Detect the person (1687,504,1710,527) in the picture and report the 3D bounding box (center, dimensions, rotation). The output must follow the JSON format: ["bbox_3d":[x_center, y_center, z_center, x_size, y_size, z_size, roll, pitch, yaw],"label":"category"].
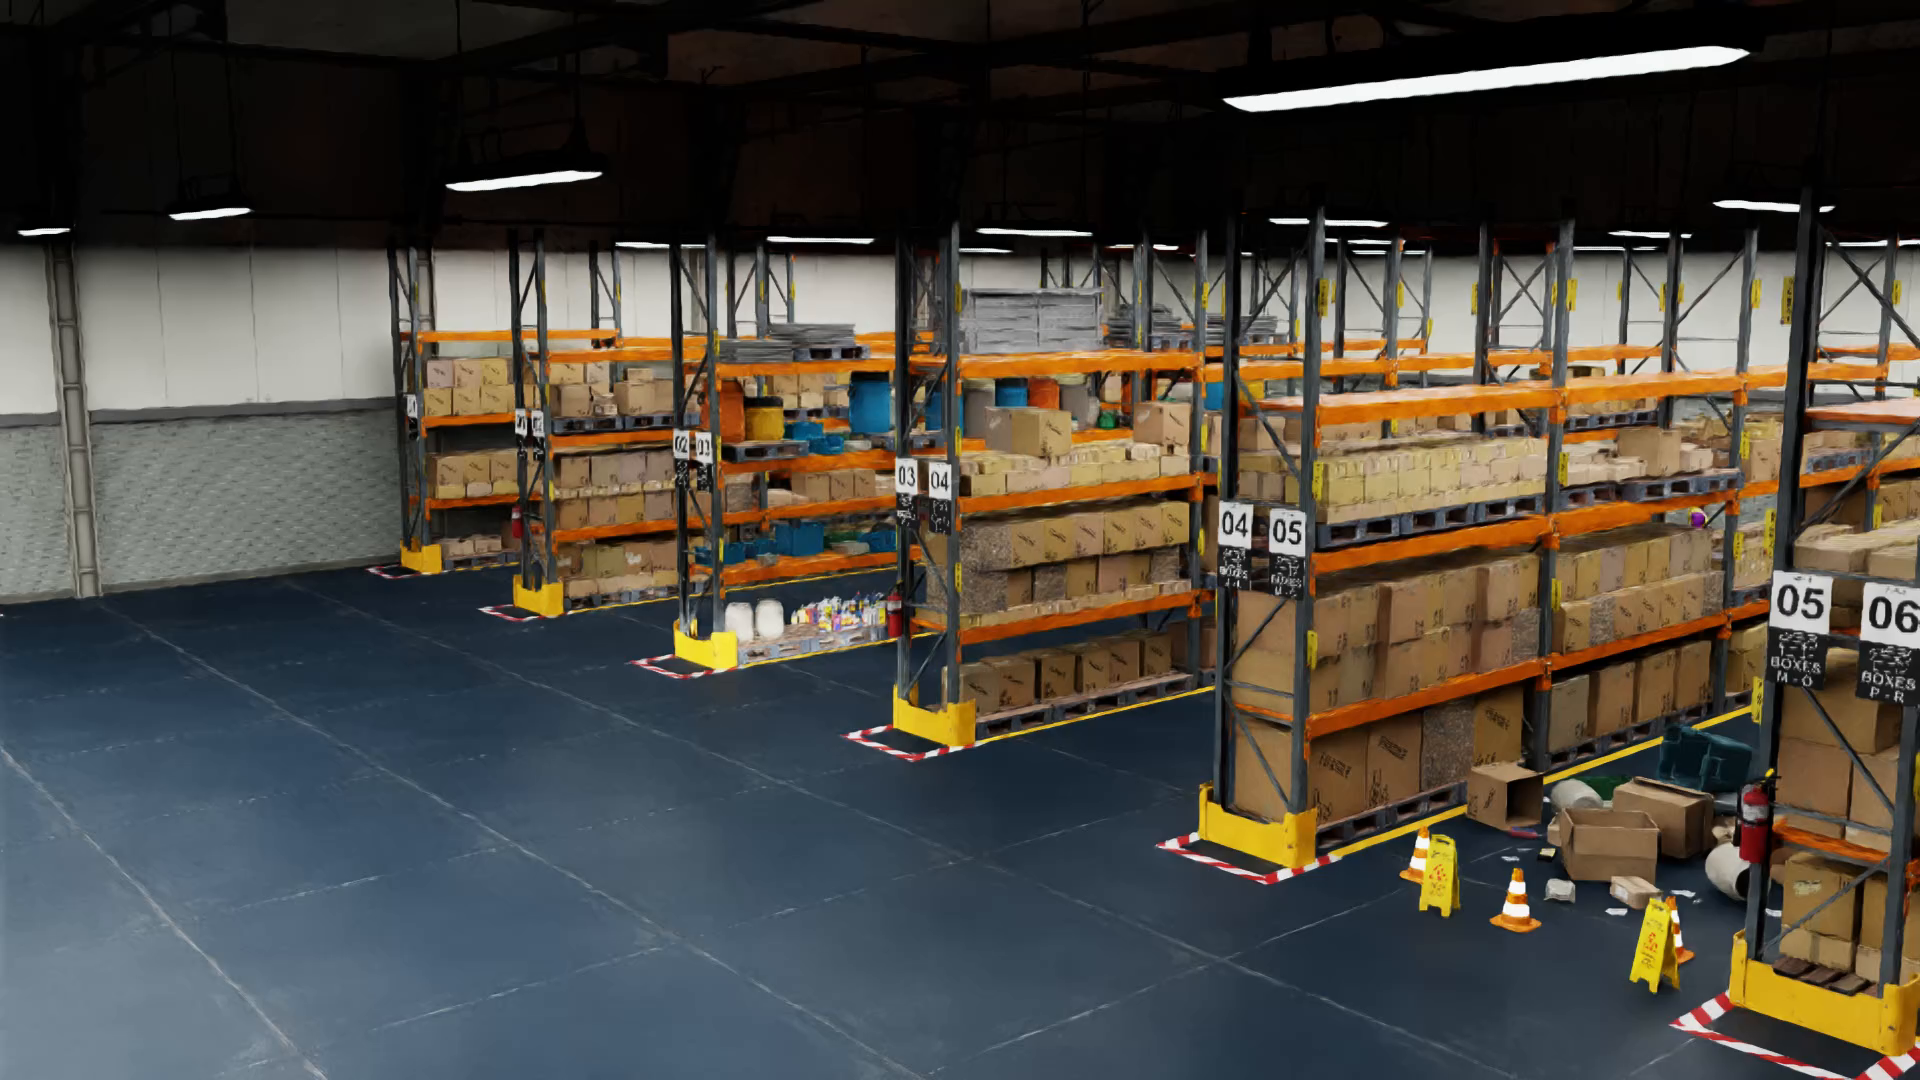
[{"bbox_3d":[12.244,0.055,27.518,0.453,1.768,0.632,3,9,21],"label":"person"}]
